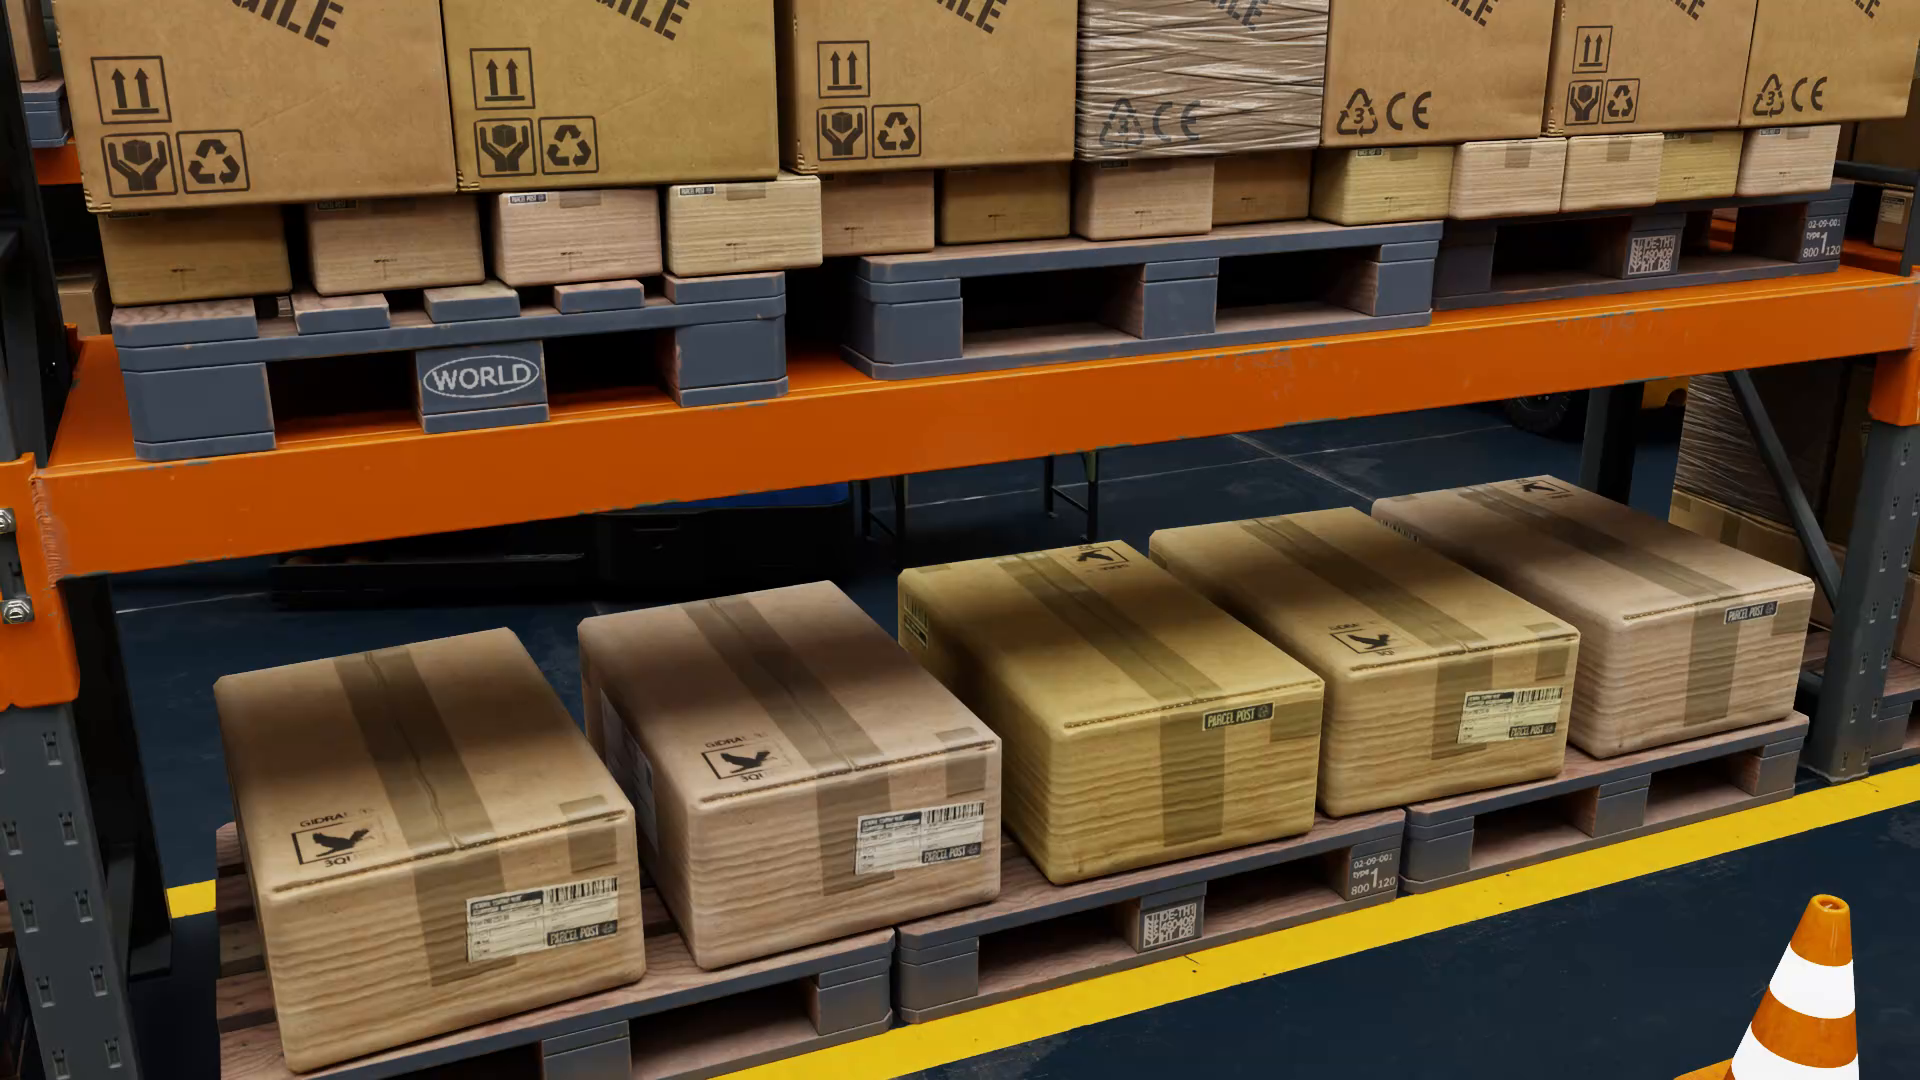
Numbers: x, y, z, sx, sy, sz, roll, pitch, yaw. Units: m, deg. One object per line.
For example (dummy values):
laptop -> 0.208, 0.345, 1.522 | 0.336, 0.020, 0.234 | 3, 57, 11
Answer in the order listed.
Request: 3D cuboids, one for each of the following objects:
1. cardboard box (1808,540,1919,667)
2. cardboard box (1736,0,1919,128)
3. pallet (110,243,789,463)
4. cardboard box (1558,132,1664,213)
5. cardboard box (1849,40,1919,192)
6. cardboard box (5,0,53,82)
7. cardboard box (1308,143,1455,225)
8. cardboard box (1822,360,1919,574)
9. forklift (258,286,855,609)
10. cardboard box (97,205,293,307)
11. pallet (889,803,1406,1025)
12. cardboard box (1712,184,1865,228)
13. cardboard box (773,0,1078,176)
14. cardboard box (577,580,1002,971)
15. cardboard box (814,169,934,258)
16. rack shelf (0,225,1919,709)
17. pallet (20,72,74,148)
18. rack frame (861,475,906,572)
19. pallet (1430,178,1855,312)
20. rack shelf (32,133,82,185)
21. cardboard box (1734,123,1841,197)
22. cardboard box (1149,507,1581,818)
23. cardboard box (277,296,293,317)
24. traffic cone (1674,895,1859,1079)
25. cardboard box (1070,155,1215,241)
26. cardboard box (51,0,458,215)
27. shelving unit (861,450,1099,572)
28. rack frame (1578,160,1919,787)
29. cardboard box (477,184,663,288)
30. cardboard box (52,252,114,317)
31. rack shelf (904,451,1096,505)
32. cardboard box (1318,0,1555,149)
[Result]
cardboard box -> 2.731, 0.157, 4.567 | 0.500, 0.250, 0.500 | -9, 21, -24
cardboard box -> 1.749, -1.201, 3.686 | 0.500, 0.500, 0.500 | -9, 21, -23
pallet -> -0.978, -0.456, 3.089 | 1.003, 0.211, 1.213 | -8, 21, -22
cardboard box -> 1.248, -0.800, 3.524 | 0.250, 0.149, 0.380 | -9, 21, -23
cardboard box -> 2.597, -1.107, 4.051 | 0.500, 0.500, 0.500 | -8, 21, -22
cardboard box -> -4.094, -2.159, 6.853 | 0.500, 0.500, 0.500 | -7, 21, -19
cardboard box -> 0.777, -0.744, 3.366 | 0.250, 0.149, 0.380 | -8, 21, -22
cardboard box -> 2.731, -0.197, 4.443 | 0.500, 0.500, 0.500 | -7, 21, -19
forklift -> -1.893, -1.341, 5.418 | 3.031, 2.935, 1.130 | -1, 19, -4
cardboard box -> -1.218, -0.486, 2.631 | 0.250, 0.149, 0.380 | -9, 22, -25
pallet -> 0.246, 0.633, 3.905 | 1.213, 0.211, 1.003 | -8, 21, -22
cardboard box -> 2.257, -0.963, 4.619 | 0.250, 0.149, 0.380 | -8, 21, -22
cardboard box -> -0.125, -0.937, 2.936 | 0.500, 0.500, 0.500 | -8, 21, -21
cardboard box -> -0.393, 0.450, 3.551 | 0.625, 0.372, 0.950 | -9, 21, -23
cardboard box -> -0.225, -0.620, 3.013 | 0.250, 0.149, 0.380 | -7, 21, -19
rack shelf -> 0.246, -0.344, 3.566 | 4.000, 0.370, 1.077 | -8, 21, -22
pallet -> -4.154, -1.732, 6.715 | 1.003, 0.211, 1.213 | -8, 21, -22
rack frame -> -0.271, -0.661, 5.642 | 0.023, 1.500, 0.400 | -8, 21, -21
pallet -> 1.323, -0.800, 4.066 | 1.213, 0.211, 1.003 | -8, 21, -22
rack shelf -> -5.396, -1.331, 6.369 | 4.000, 0.370, 1.077 | -8, 21, -22
cardboard box -> 1.719, -0.874, 3.734 | 0.250, 0.149, 0.380 | -8, 21, -21
cardboard box -> 0.943, 0.260, 4.091 | 0.625, 0.372, 0.950 | -7, 21, -19
cardboard box -> -2.982, -1.089, 7.543 | 0.625, 0.625, 0.875 | -7, 21, -20
traffic cone -> 1.498, 0.840, 2.939 | 0.334, 0.463, 0.336 | -8, 21, -22
cardboard box -> 0.285, -0.684, 3.193 | 0.250, 0.149, 0.380 | -7, 21, -20
cardboard box -> -1.085, -0.794, 2.531 | 0.500, 0.500, 0.500 | -9, 21, -23
shelving unit -> 0.067, -0.708, 5.773 | 0.755, 1.500, 0.431 | -8, 21, -21
rack frame -> 2.082, -0.946, 4.194 | 0.127, 3.000, 1.000 | -8, 21, -22
cardboard box -> -0.676, -0.535, 2.770 | 0.250, 0.149, 0.380 | -10, 22, -25
cardboard box -> -4.058, -0.983, 7.427 | 0.500, 0.500, 0.500 | -7, 21, -20
rack shelf -> 0.067, -0.400, 5.882 | 0.720, 0.370, 0.431 | -8, 21, -21
cardboard box -> 0.818, -1.070, 3.313 | 0.500, 0.500, 0.500 | -7, 21, -20
